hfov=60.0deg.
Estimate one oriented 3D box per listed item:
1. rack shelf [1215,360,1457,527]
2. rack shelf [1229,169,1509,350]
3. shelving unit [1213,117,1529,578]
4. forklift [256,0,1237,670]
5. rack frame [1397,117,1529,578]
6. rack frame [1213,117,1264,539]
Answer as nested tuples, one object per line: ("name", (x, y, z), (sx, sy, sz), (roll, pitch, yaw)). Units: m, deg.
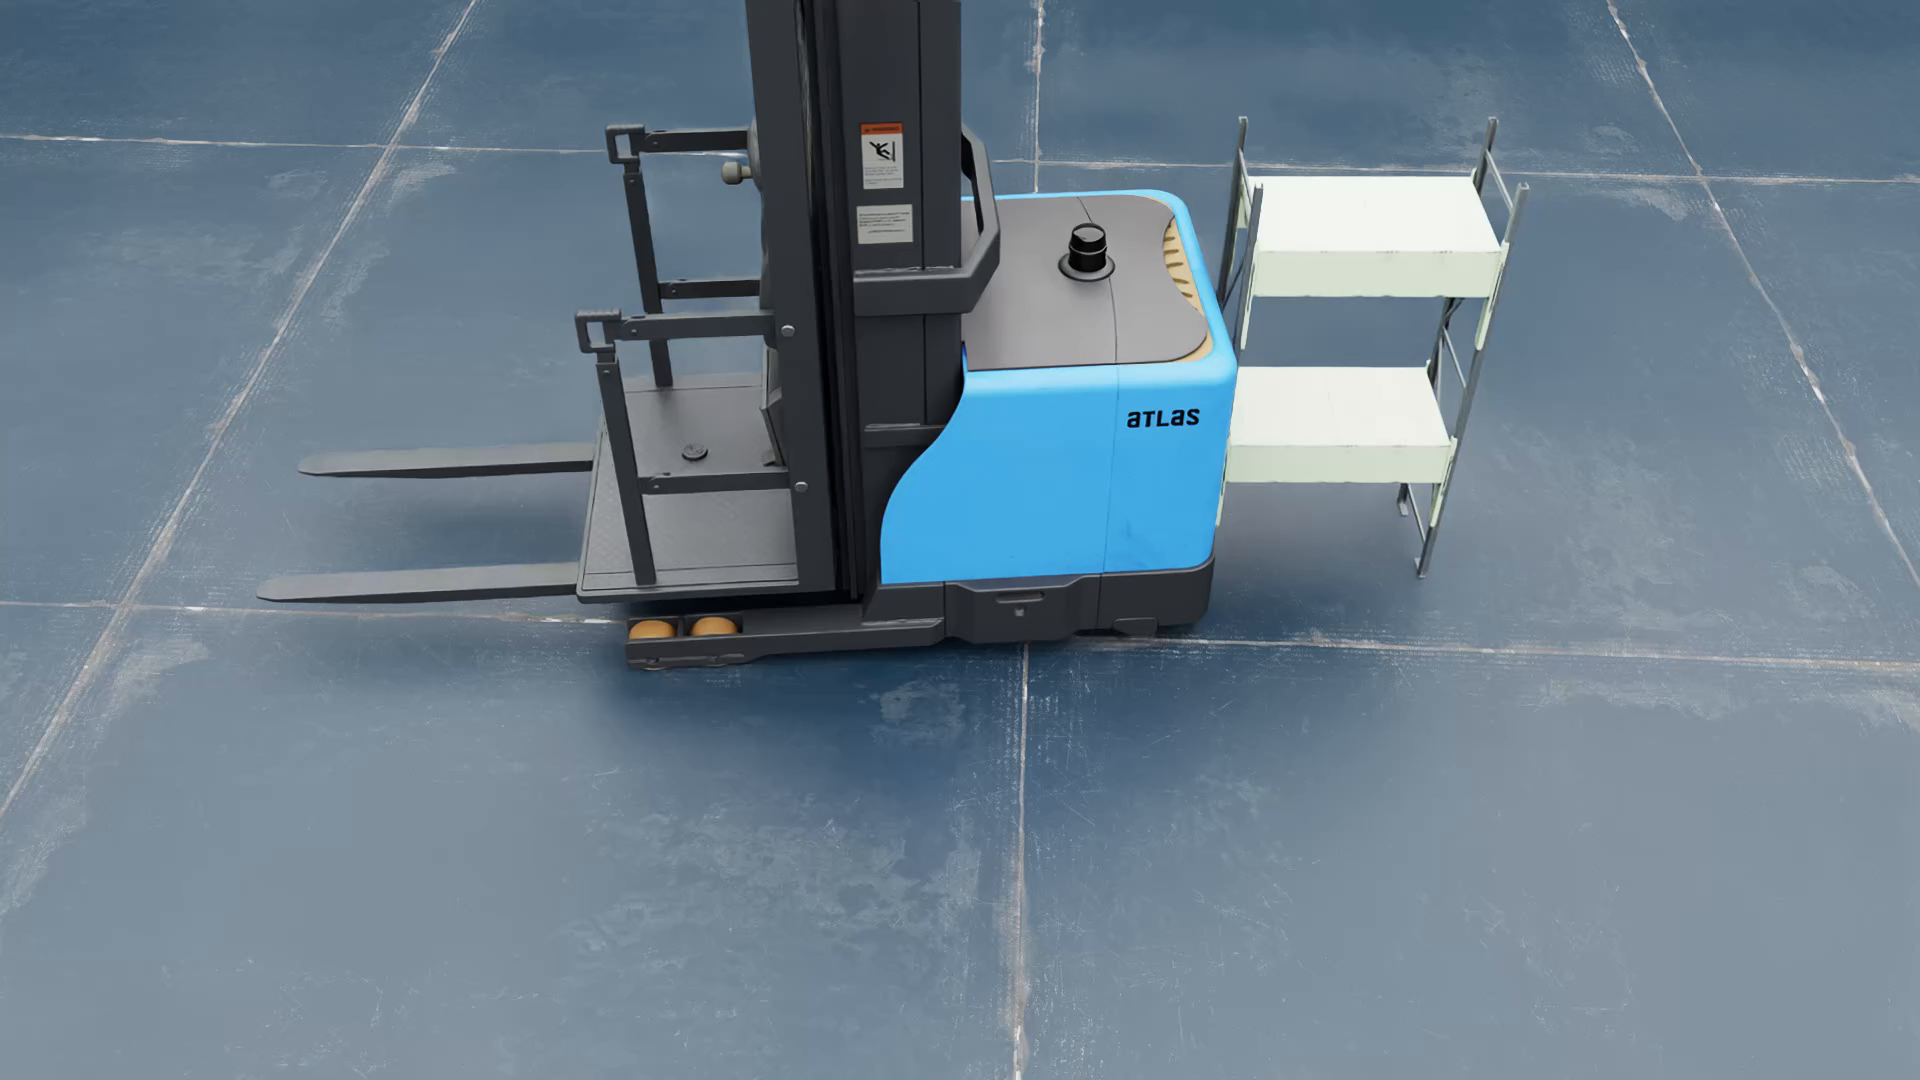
("rack shelf", (1.196, -0.319, 5.471), (0.720, 0.370, 0.431), (0, 43, 0))
("rack shelf", (1.196, -0.843, 4.982), (0.720, 0.370, 0.431), (0, 43, 0))
("shelving unit", (1.196, -0.558, 5.248), (0.755, 1.500, 0.431), (0, 43, 0))
("forklift", (-0.732, -1.033, 4.709), (3.031, 2.935, 1.130), (-3, 43, -3))
("rack frame", (1.562, -0.557, 5.247), (0.023, 1.500, 0.400), (0, 43, 0))
("rack frame", (0.830, -0.559, 5.250), (0.023, 1.500, 0.400), (0, 43, 0))
